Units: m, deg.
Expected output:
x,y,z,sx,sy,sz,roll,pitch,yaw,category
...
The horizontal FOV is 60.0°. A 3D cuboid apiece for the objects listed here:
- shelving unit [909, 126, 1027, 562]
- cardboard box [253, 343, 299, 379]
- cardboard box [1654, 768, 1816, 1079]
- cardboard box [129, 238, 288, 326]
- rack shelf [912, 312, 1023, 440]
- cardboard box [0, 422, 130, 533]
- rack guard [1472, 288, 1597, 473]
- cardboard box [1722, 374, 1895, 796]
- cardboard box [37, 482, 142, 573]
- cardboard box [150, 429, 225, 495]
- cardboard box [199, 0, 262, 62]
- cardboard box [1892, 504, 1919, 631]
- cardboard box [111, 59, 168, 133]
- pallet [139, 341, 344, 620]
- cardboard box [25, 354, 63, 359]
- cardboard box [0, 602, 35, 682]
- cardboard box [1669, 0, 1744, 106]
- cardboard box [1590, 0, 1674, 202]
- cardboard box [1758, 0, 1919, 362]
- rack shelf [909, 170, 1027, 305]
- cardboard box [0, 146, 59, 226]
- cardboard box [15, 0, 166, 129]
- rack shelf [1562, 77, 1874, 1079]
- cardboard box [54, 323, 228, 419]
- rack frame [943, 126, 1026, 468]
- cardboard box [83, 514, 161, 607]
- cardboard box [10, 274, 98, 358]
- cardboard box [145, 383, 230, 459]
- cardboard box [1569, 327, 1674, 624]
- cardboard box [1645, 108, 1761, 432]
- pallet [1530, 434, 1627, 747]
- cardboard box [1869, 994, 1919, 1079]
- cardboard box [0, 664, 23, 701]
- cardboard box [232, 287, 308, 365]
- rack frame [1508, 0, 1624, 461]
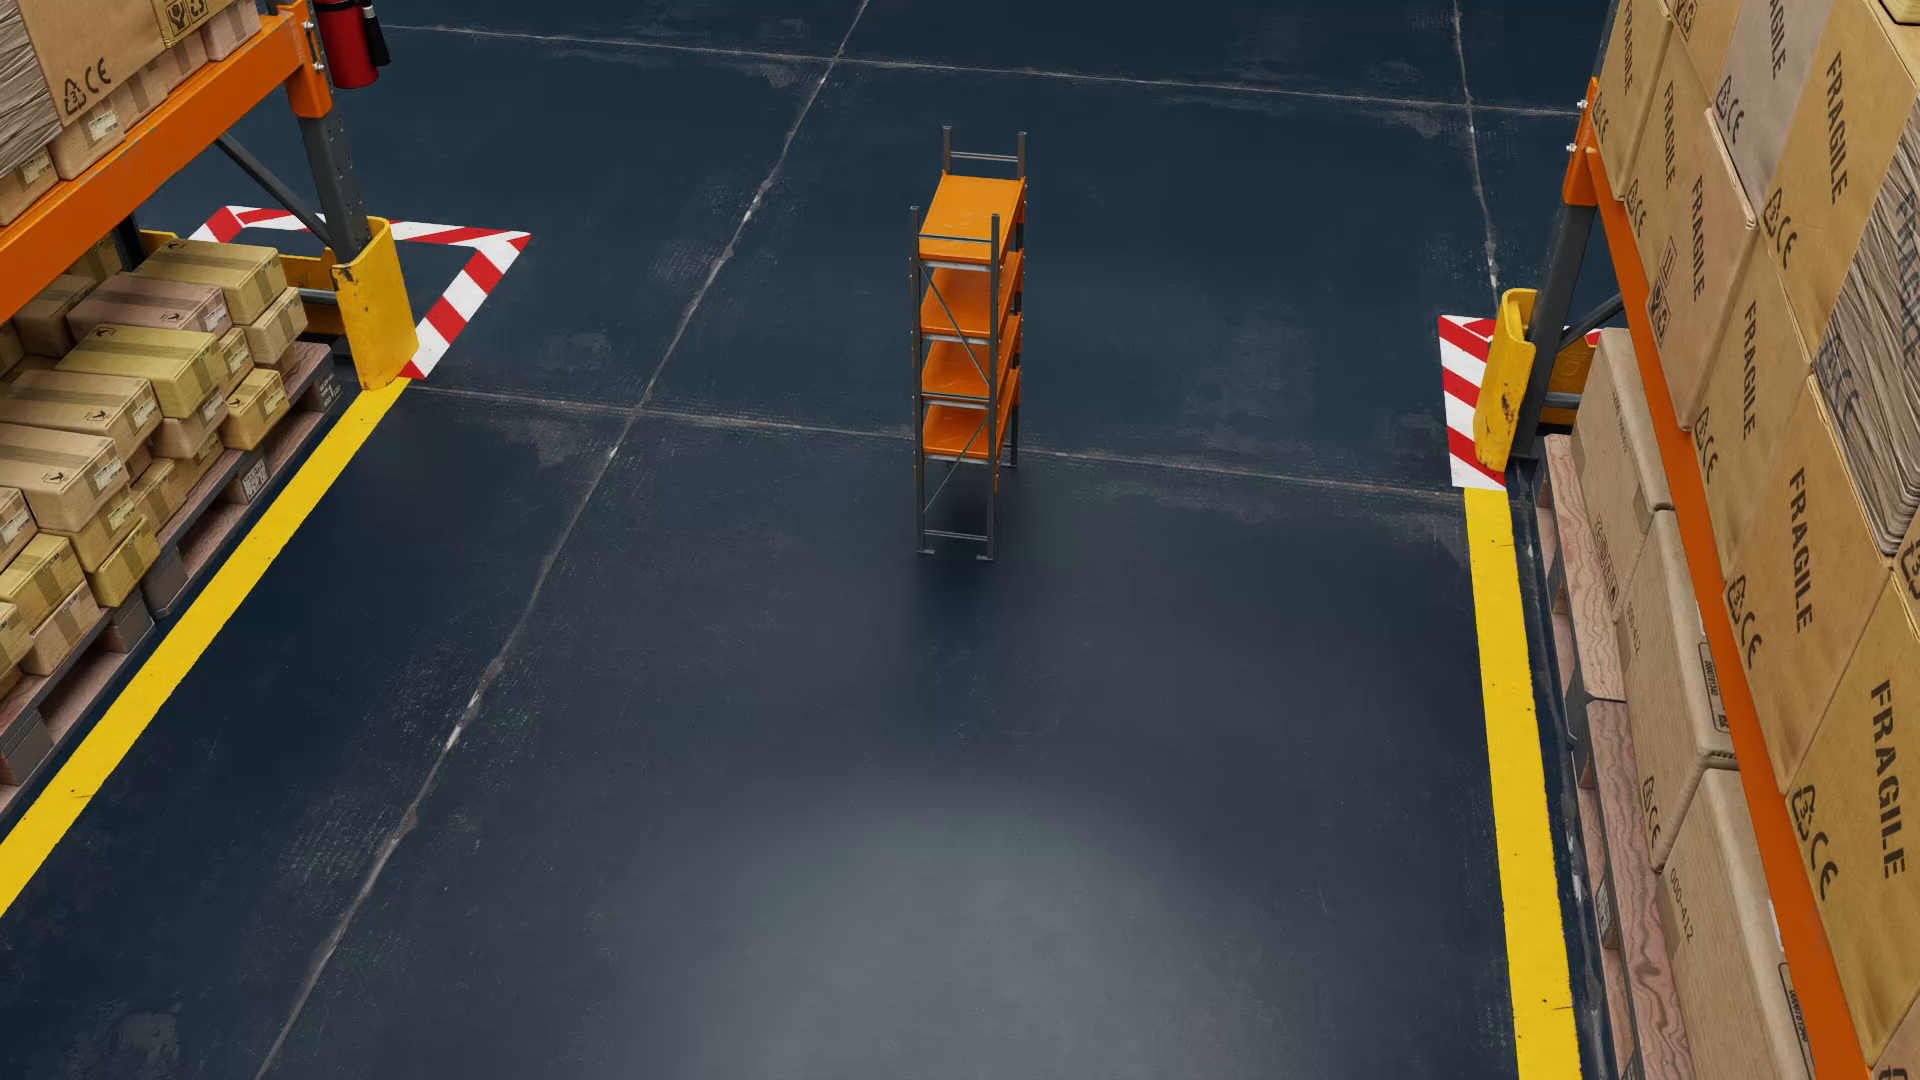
x,y,z,sx,sy,sz,roll,pitch,yaw,category
0.029,-0.566,4.993,0.258,1.200,0.503,6,40,8,shelving unit
-2.454,-0.609,5.541,0.380,0.149,0.250,7,40,8,cardboard box
2.001,0.975,3.398,0.875,0.438,0.875,5,40,6,cardboard box
-2.411,-0.832,5.343,0.380,0.149,0.250,7,40,8,cardboard box
0.029,-0.514,5.036,0.258,0.148,0.480,6,40,8,rack shelf
-2.529,-0.174,4.547,0.380,0.149,0.250,8,40,9,cardboard box
2.328,-0.469,5.425,1.175,0.500,0.348,6,40,8,rack guard
1.617,0.095,2.703,0.500,0.500,0.500,6,40,7,cardboard box
-2.544,-0.062,4.645,0.380,0.149,0.250,7,40,8,cardboard box
-2.530,-0.281,5.143,0.380,0.149,0.250,6,40,7,cardboard box
-2.347,-1.567,4.988,0.380,0.149,0.250,6,40,8,cardboard box
1.537,0.025,2.002,0.500,0.500,0.500,6,40,7,cardboard box
-2.455,-1.256,4.612,0.380,0.149,0.250,6,40,7,cardboard box
-2.757,-0.271,5.412,1.003,0.211,1.213,6,40,8,pallet
-3.015,-0.611,5.310,0.380,0.149,0.250,6,40,7,cardboard box
-2.627,0.273,4.240,0.380,0.149,0.250,7,40,8,cardboard box
1.878,-1.246,3.540,0.500,0.500,0.500,5,40,6,cardboard box
1.958,-1.186,4.252,0.500,0.500,0.500,6,40,7,cardboard box
1.711,-0.609,2.770,0.500,0.500,0.500,7,40,8,cardboard box
0.029,-0.869,4.743,0.258,0.148,0.480,6,40,8,rack shelf
-2.551,-0.931,4.219,0.380,0.149,0.250,5,40,6,cardboard box
-2.487,-1.420,4.301,0.500,0.500,0.500,6,40,7,cardboard box
1.978,0.115,3.321,1.077,0.370,4.000,6,40,8,rack shelf
-2.430,-0.504,4.946,0.380,0.149,0.250,6,40,7,cardboard box
0.071,-0.719,5.179,0.240,1.200,0.015,6,40,8,rack frame
-2.542,0.043,4.752,0.380,0.149,0.250,5,40,6,cardboard box
-2.923,-0.714,5.201,0.380,0.149,0.250,7,40,8,cardboard box
-2.467,-0.388,5.040,0.380,0.149,0.250,5,40,6,cardboard box
2.308,-0.166,4.778,0.875,0.438,0.875,5,40,6,cardboard box
1.792,-0.548,3.481,0.500,0.500,0.500,6,40,7,cardboard box
2.263,0.168,4.881,1.003,0.211,1.213,6,40,8,pallet
1.461,0.735,1.928,0.500,0.500,0.500,7,40,8,cardboard box
-2.727,0.363,4.365,0.380,0.149,0.250,7,40,9,cardboard box
-2.379,-0.715,5.435,0.380,0.149,0.250,5,40,6,cardboard box
2.324,-1.417,4.610,1.000,3.000,0.127,6,40,8,rack frame
